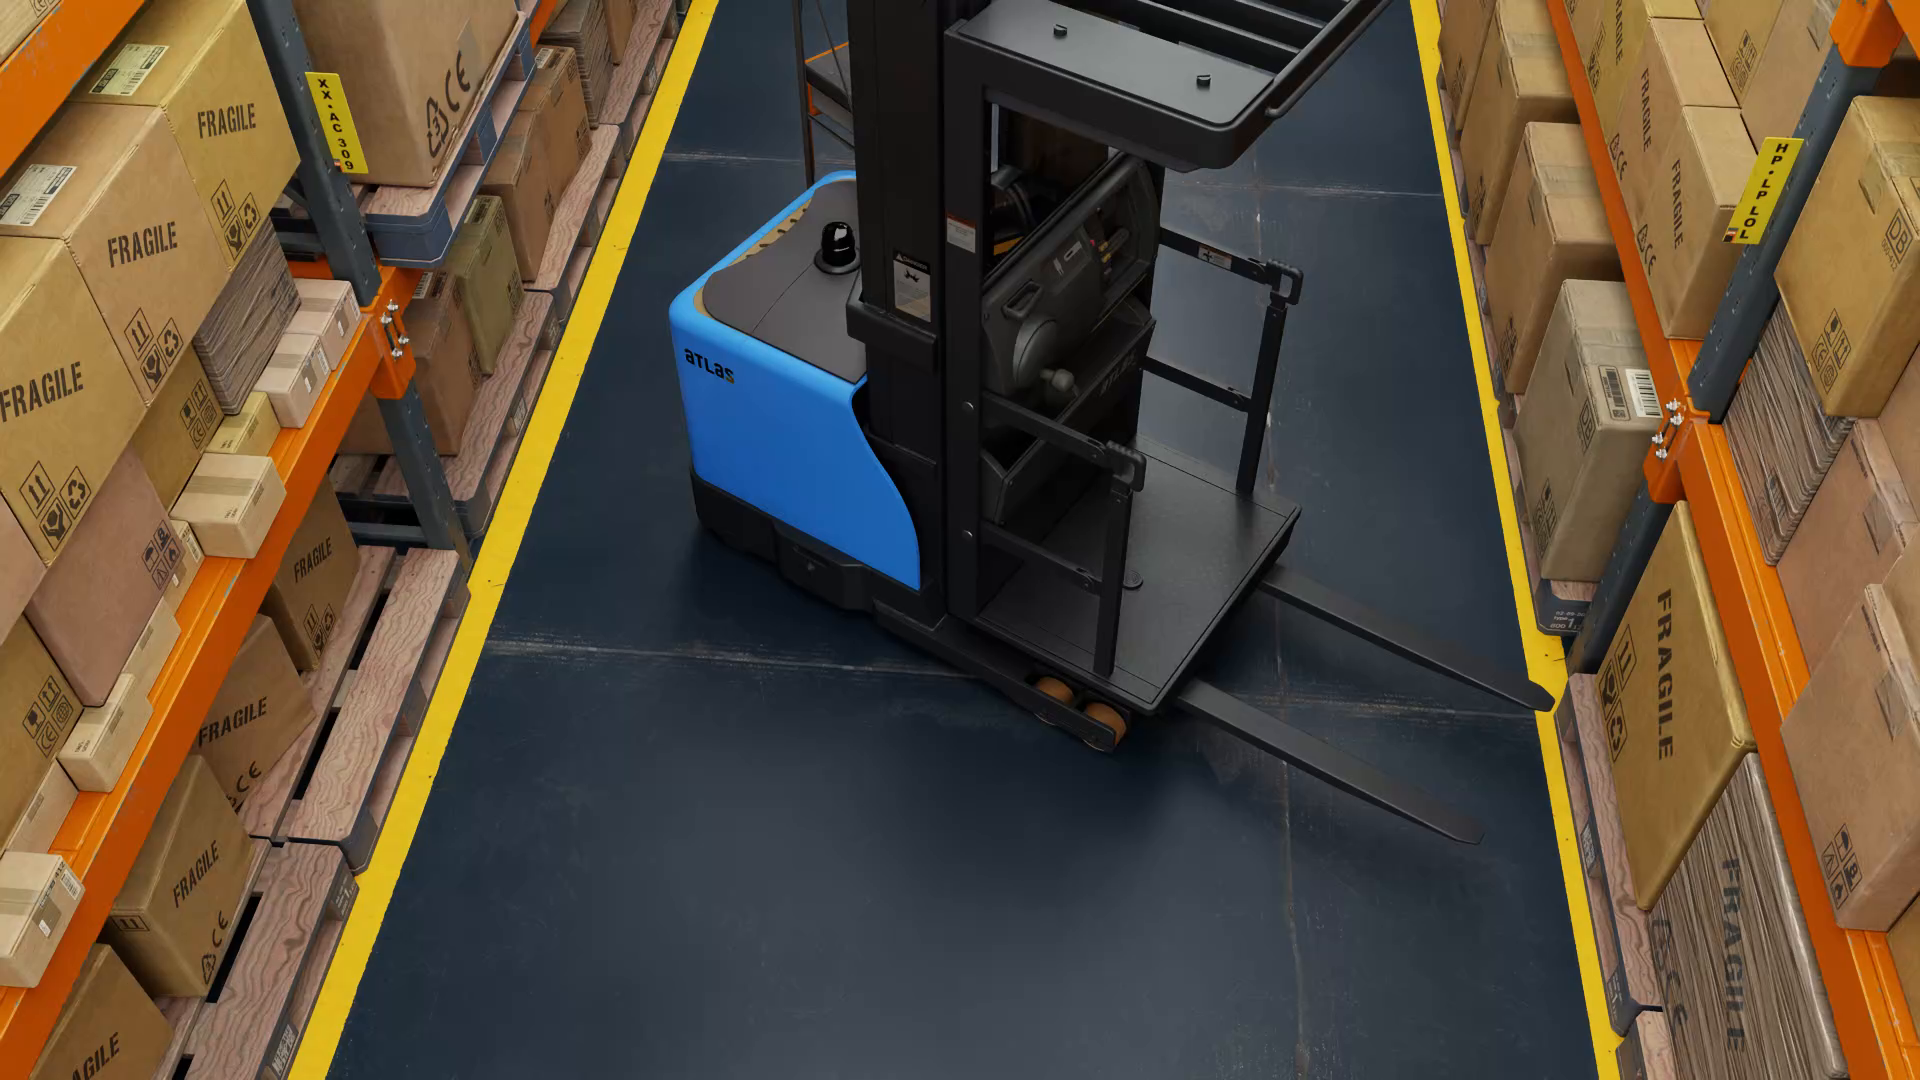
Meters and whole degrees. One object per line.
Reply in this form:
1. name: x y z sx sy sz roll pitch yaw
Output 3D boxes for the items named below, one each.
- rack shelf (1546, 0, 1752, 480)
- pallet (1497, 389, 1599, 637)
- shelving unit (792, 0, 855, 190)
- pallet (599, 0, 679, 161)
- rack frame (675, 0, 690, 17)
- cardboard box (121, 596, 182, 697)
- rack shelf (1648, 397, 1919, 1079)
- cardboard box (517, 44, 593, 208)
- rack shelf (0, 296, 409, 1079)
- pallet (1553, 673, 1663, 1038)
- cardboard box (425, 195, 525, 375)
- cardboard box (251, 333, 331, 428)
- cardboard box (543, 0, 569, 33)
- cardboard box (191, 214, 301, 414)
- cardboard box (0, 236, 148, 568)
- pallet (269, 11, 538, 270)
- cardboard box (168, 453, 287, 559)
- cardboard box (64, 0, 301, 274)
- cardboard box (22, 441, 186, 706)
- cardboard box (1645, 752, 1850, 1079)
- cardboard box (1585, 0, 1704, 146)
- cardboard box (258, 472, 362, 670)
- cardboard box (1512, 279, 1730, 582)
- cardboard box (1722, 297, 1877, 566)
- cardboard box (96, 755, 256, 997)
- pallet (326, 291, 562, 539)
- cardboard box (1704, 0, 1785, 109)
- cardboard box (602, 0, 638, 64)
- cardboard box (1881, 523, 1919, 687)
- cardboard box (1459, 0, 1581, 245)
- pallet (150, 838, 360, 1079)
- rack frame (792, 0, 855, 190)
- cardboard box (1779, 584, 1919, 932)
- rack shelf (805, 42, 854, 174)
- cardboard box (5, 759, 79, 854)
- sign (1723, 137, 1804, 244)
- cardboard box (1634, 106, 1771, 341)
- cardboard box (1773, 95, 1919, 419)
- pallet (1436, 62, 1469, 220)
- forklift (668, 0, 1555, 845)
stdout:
1. rack shelf: 2.806 -1.735 6.292 1.077 0.370 4.000 4 48 4
2. pallet: 2.619 -0.139 6.234 1.003 0.211 1.213 4 48 4
3. shelving unit: -0.283 -1.626 6.315 0.503 2.100 0.431 -32 55 -26
4. pallet: -2.014 -2.340 8.247 1.003 0.211 1.213 4 48 4
5. rack frame: -1.942 -3.856 7.744 1.000 3.000 0.127 4 48 4
6. cardboard box: -2.196 0.262 4.148 0.380 0.149 0.250 4 48 4
7. rack shelf: 2.442 1.204 3.603 1.077 0.370 4.000 4 48 4
8. cardboard box: -2.065 -1.841 7.297 0.700 0.500 0.500 7 48 7
9. rack shelf: -2.488 0.796 3.976 1.077 0.370 4.000 4 48 4
10. pallet: 2.477 0.986 5.205 1.003 0.211 1.213 4 48 4
11. cardboard box: -2.167 -1.020 6.546 0.700 0.500 0.500 4 48 3
12. cardboard box: -2.065 -0.471 4.818 0.380 0.149 0.250 4 48 4
13. cardboard box: -2.011 -2.529 7.418 0.500 0.250 0.500 9 48 8
14. cardboard box: -2.409 -0.724 4.610 0.875 0.500 0.500 4 48 4
15. cardboard box: -2.164 -0.304 3.548 0.500 0.500 0.500 4 48 4
16. pallet: -2.092 -1.403 5.631 1.003 0.211 1.213 4 48 4
17. cardboard box: -2.060 -0.100 4.479 0.380 0.149 0.250 4 48 4
18. cardboard box: -2.073 -1.039 4.220 0.500 0.500 0.500 4 48 4
19. cardboard box: -2.435 0.015 3.934 0.875 0.500 0.500 4 48 4
20. cardboard box: 2.419 1.187 4.287 0.875 0.875 0.875 4 48 4
21. cardboard box: 2.497 -1.686 5.692 0.500 0.500 0.500 4 48 4
22. cardboard box: -2.382 0.077 5.556 0.500 0.500 0.500 3 48 2
23. cardboard box: 2.591 -0.353 5.780 1.050 0.750 0.750 4 48 3
24. cardboard box: 2.602 -0.287 4.378 0.875 0.550 0.550 4 48 4
25. cardboard box: -2.405 0.960 4.749 0.500 0.500 0.500 0 48 0
26. pallet: -2.237 -0.547 6.608 1.003 0.211 1.213 4 48 4
27. cardboard box: 2.708 -1.623 4.956 0.700 0.500 0.500 3 48 3
28. cardboard box: -1.983 -2.667 8.052 0.700 0.500 0.500 2 48 1
29. cardboard box: 2.436 0.145 3.251 0.875 0.550 0.550 4 48 4
30. cardboard box: 2.767 -1.746 7.054 1.050 0.750 0.750 5 48 4
31. pallet: -2.441 1.420 4.808 1.003 0.211 1.213 4 48 4
32. rack frame: -0.469 -1.510 6.208 0.015 2.100 0.400 -32 55 -26
33. cardboard box: 2.408 0.508 3.651 0.875 0.550 0.550 4 48 4
34. rack shelf: -0.283 -1.617 6.325 0.480 0.518 0.431 -32 55 -26
35. cardboard box: -2.283 0.626 3.815 0.380 0.149 0.250 4 48 4
36. sign: 2.083 -0.902 4.311 0.100 0.325 0.005 4 48 4
37. cardboard box: 2.405 -0.944 5.012 0.500 0.500 0.500 4 48 3
38. cardboard box: 2.556 -0.655 3.983 0.875 0.550 0.550 4 48 4
39. pallet: 2.842 -1.932 7.874 1.003 0.211 1.213 4 48 4
40. forklift: 0.518 -0.732 4.934 3.031 2.935 1.130 26 53 22
